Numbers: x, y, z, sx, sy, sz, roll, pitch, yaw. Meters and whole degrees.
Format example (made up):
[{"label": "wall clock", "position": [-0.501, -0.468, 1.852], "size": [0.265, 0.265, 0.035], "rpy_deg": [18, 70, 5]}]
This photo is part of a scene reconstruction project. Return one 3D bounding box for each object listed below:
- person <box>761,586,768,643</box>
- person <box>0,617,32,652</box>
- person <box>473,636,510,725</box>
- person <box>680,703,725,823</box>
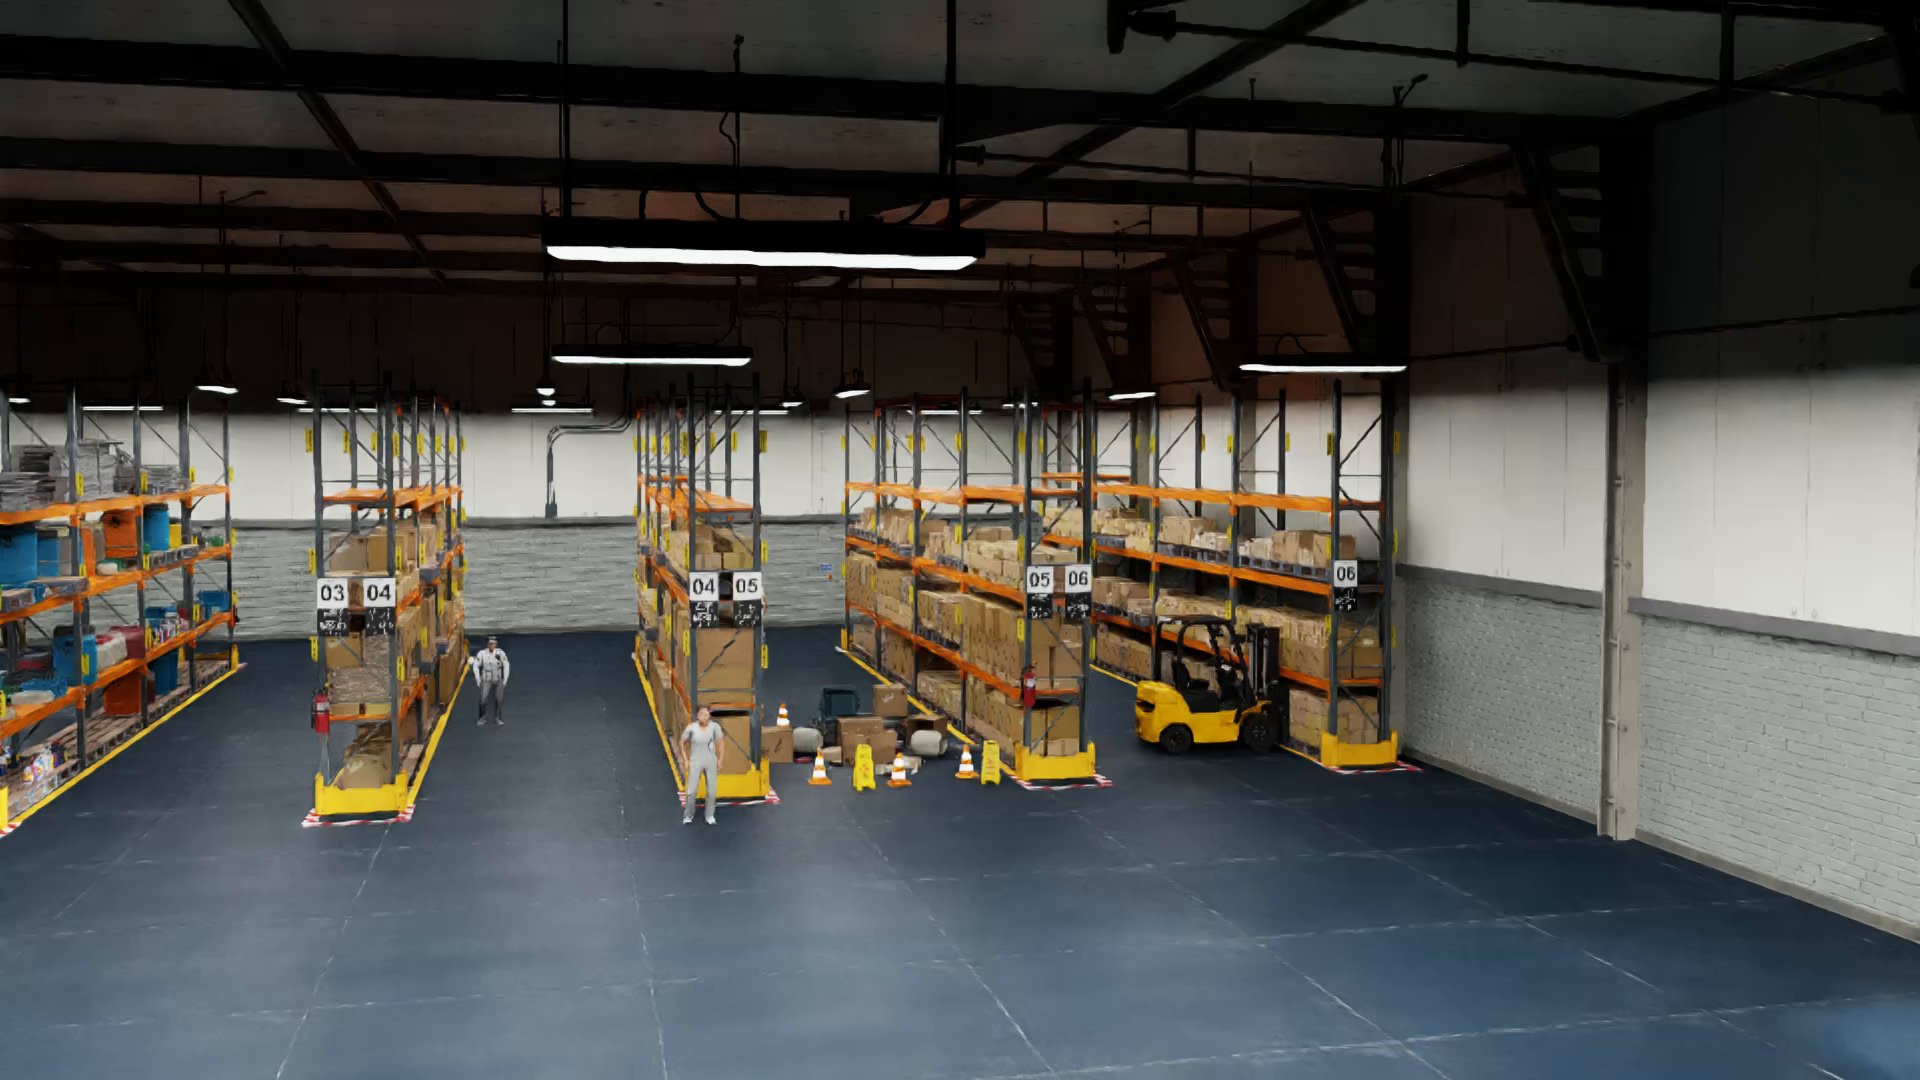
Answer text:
[{"label": "person", "position": [-5.119, 1.755, 42.181], "size": [0.603, 1.692, 0.499], "rpy_deg": [3, 4, 41]}, {"label": "person", "position": [-22.676, 1.839, 39.781], "size": [0.737, 1.714, 0.888], "rpy_deg": [-2, 4, -31]}, {"label": "person", "position": [-8.347, 2.488, 29.557], "size": [0.599, 1.632, 0.512], "rpy_deg": [-1, 3, -16]}, {"label": "person", "position": [-3.387, 2.937, 21.860], "size": [0.580, 1.619, 0.507], "rpy_deg": [-1, 3, -14]}]
